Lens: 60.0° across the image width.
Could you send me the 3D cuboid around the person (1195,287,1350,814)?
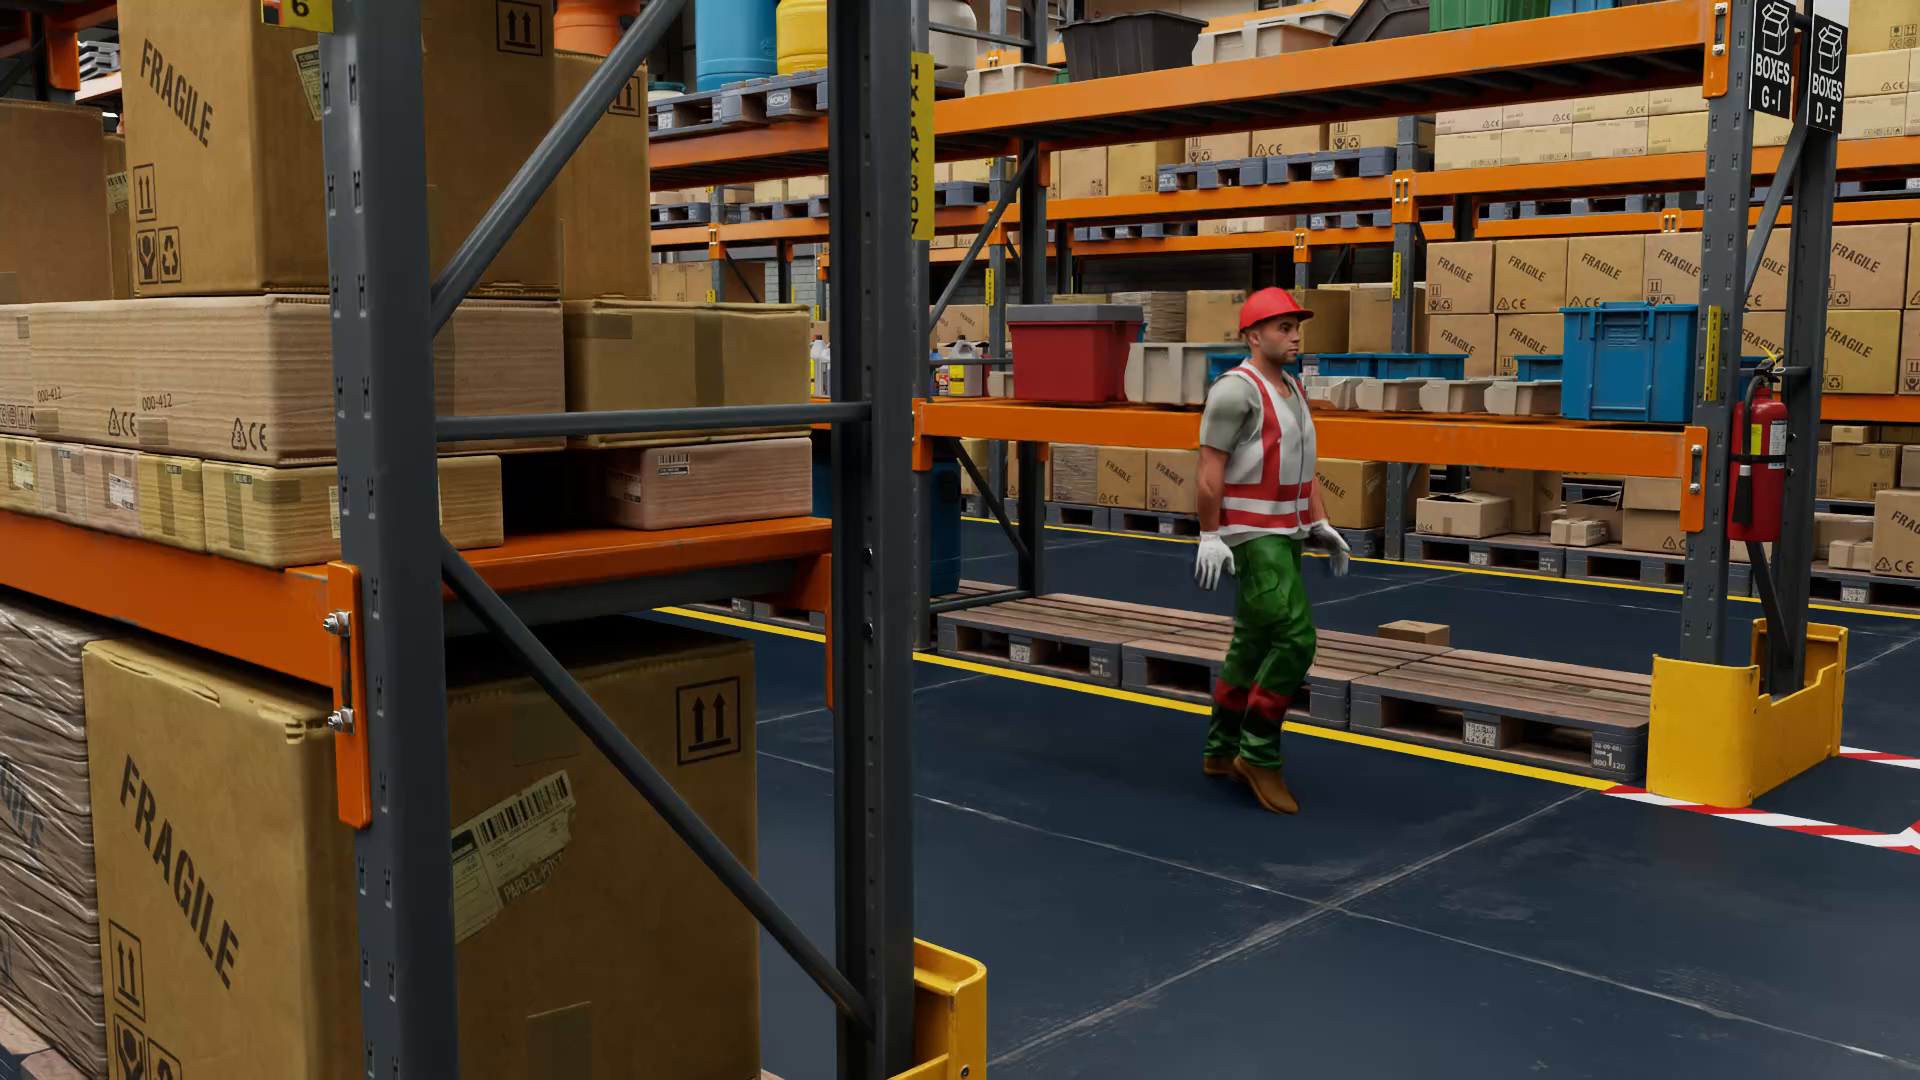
[{"bbox_3d":[1.092,0.032,5.889,0.511,1.838,0.543,5,9,37],"label":"person"}]
